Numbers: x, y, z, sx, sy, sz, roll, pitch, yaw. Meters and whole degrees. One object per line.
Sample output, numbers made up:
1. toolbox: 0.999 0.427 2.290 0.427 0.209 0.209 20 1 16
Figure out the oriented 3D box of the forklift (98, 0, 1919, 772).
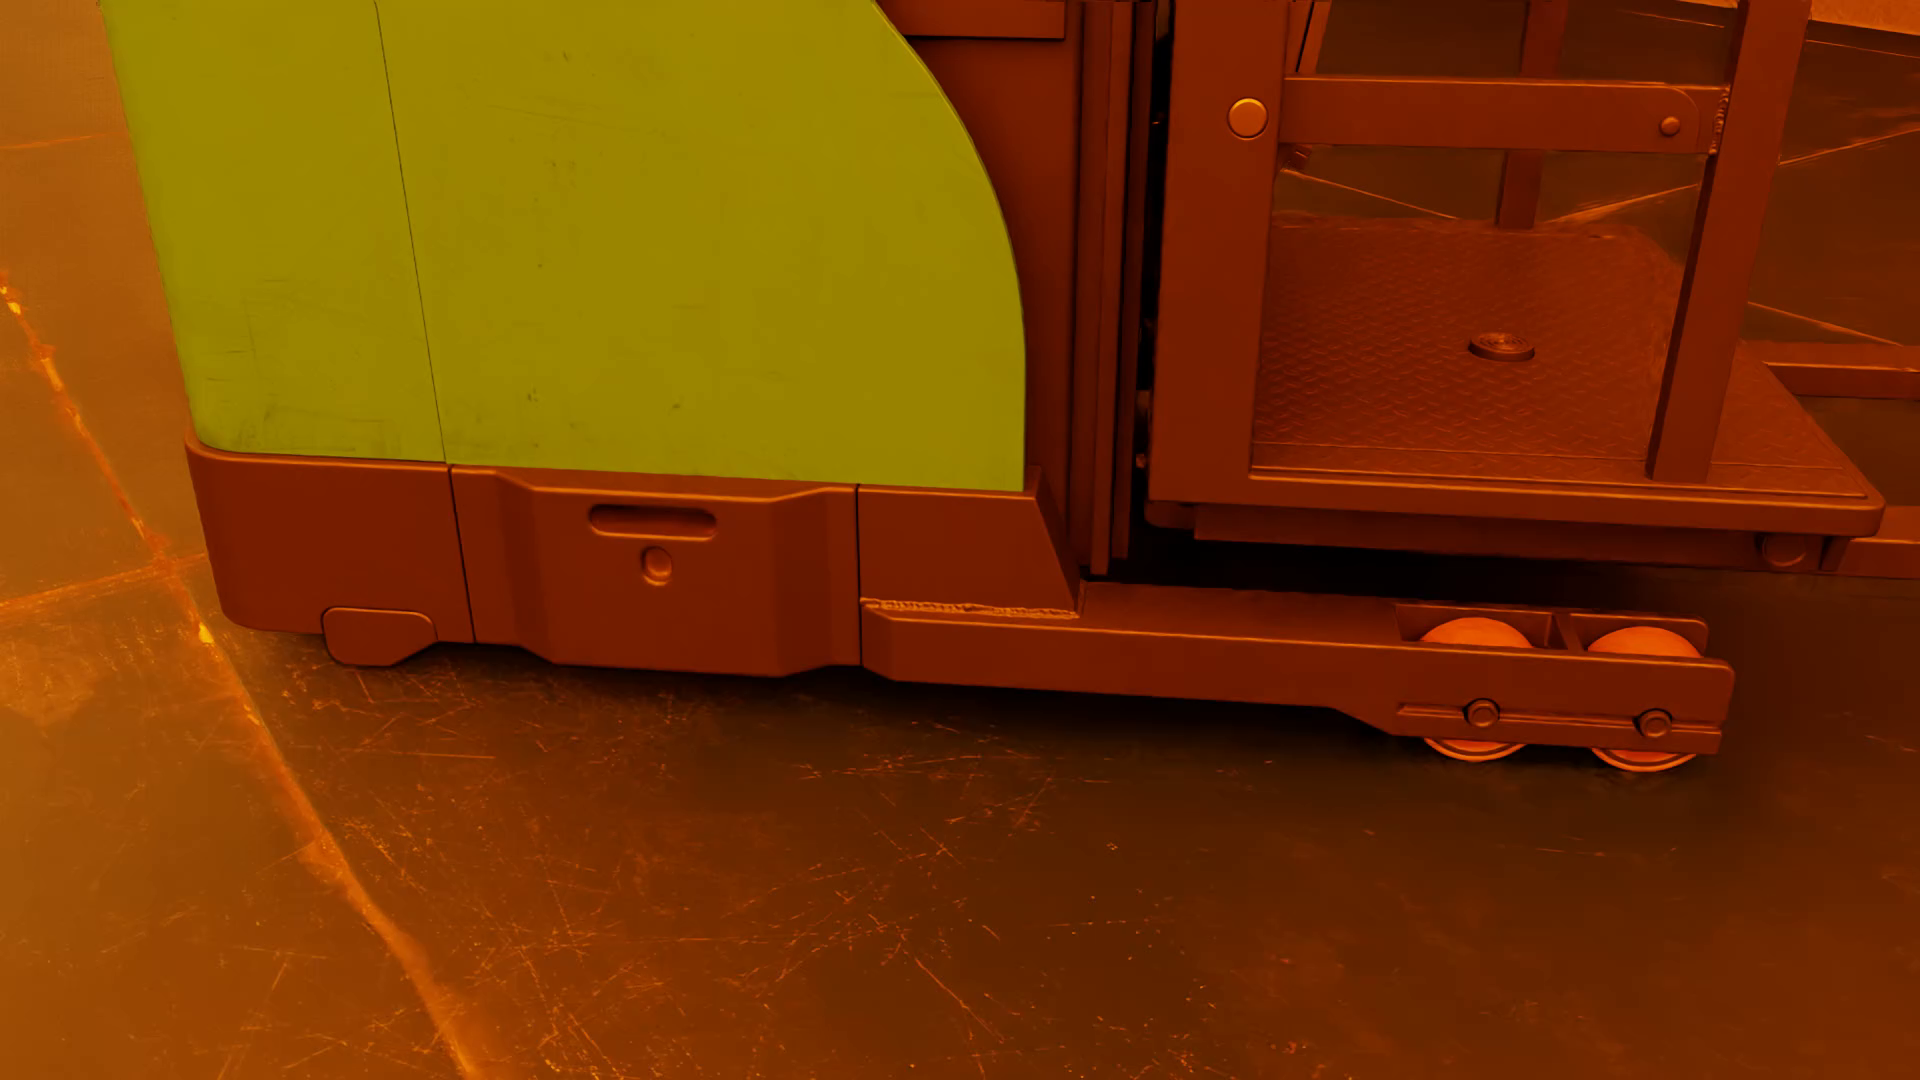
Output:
1. forklift: 0.582 -1.290 1.804 3.031 2.935 1.130 3 27 6
